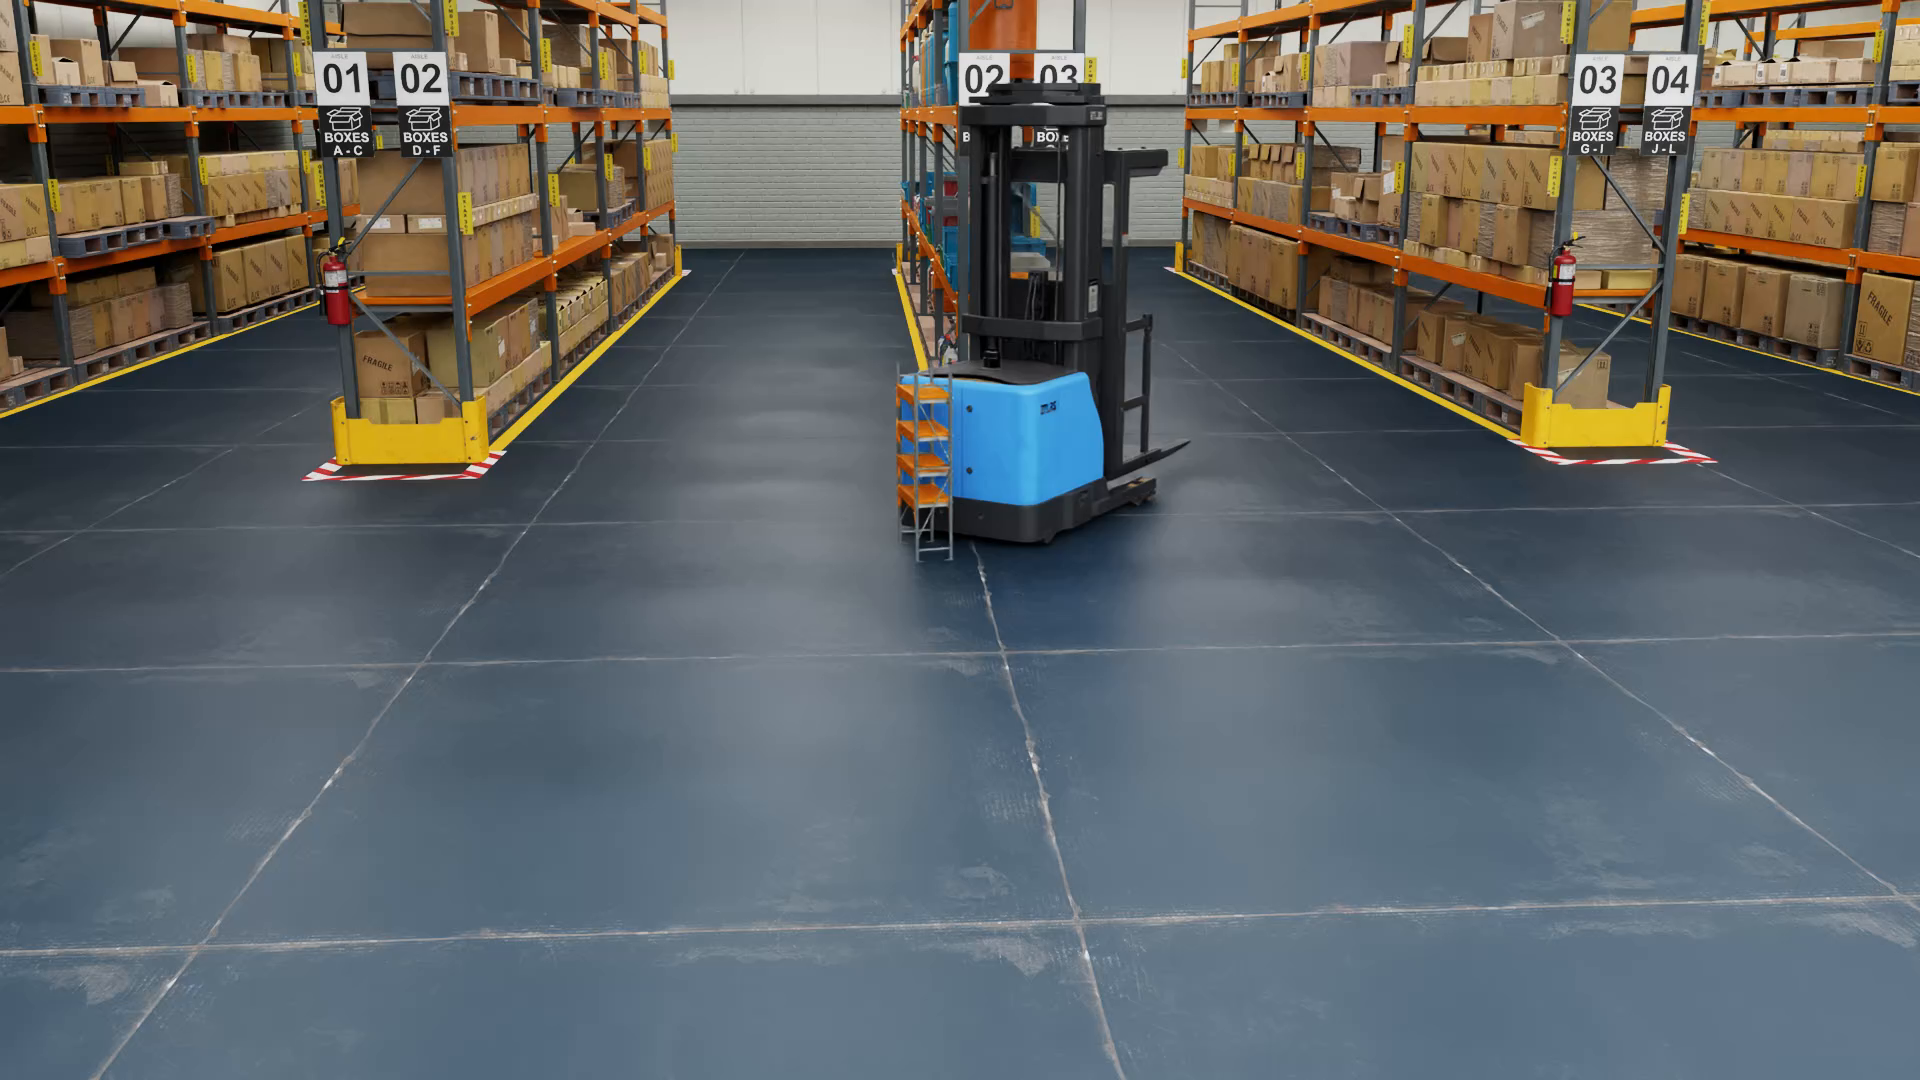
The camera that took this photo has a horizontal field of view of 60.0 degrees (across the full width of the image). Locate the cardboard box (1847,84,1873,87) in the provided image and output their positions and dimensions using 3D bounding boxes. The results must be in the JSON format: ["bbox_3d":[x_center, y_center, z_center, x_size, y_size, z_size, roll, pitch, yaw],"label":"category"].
[{"bbox_3d":[14.215,-7.198,26.188,0.396,0.266,0.258,0,14,-2],"label":"cardboard box"}]

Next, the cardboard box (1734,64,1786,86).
[{"bbox_3d":[9.744,-5.632,20.134,0.500,0.250,0.500,0,14,-2],"label":"cardboard box"}]

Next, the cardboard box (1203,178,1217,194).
[{"bbox_3d":[4.299,-5.810,27.293,0.500,0.250,0.500,-1,14,-5],"label":"cardboard box"}]

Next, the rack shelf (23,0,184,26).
[{"bbox_3d":[-9.777,-5.893,18.118,1.077,0.370,4.000,-1,14,-3],"label":"rack shelf"}]

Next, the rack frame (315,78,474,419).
[{"bbox_3d":[-4.461,-2.115,13.228,1.000,3.000,0.127,-1,14,-3],"label":"rack frame"}]

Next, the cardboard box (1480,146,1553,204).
[{"bbox_3d":[5.080,-3.326,15.127,0.500,0.500,0.500,-1,14,-3],"label":"cardboard box"}]

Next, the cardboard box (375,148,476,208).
[{"bbox_3d":[-4.519,-3.052,14.065,0.700,0.500,0.500,-1,14,-5],"label":"cardboard box"}]

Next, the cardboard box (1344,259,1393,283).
[{"bbox_3d":[5.045,-3.325,20.556,0.500,0.250,0.500,1,14,3],"label":"cardboard box"}]

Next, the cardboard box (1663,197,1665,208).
[{"bbox_3d":[9.398,-4.506,22.179,0.380,0.149,0.250,-1,14,-3],"label":"cardboard box"}]

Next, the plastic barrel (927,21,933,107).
[{"bbox_3d":[-0.054,-5.167,18.062,0.600,0.901,0.600,0,14,0],"label":"plastic barrel"}]

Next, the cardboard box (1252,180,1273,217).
[{"bbox_3d":[4.524,-4.932,23.976,0.500,0.500,0.500,-1,14,-5],"label":"cardboard box"}]

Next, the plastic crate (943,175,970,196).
[{"bbox_3d":[-0.066,-5.461,25.983,0.402,0.464,0.583,-1,14,-3],"label":"plastic crate"}]

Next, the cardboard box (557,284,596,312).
[{"bbox_3d":[-4.612,-2.867,19.699,0.500,0.311,0.500,-1,14,-4],"label":"cardboard box"}]

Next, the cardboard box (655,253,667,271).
[{"bbox_3d":[-5.144,-4.608,27.550,0.500,0.250,0.500,-1,14,-3],"label":"cardboard box"}]

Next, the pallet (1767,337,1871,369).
[{"bbox_3d":[10.012,-2.154,18.973,1.003,0.211,1.213,-1,14,-3],"label":"pallet"}]

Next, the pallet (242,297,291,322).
[{"bbox_3d":[-9.947,-3.177,22.950,1.003,0.211,1.213,-1,14,-3],"label":"pallet"}]

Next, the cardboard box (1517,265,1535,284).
[{"bbox_3d":[5.121,-2.337,14.593,0.380,0.149,0.250,-1,14,-3],"label":"cardboard box"}]

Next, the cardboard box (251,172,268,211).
[{"bbox_3d":[-9.768,-4.738,22.582,0.500,0.500,0.500,0,14,-2],"label":"cardboard box"}]

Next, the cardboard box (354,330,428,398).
[{"bbox_3d":[-4.792,-1.479,13.925,0.500,0.500,0.500,-1,14,-3],"label":"cardboard box"}]

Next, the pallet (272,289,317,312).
[{"bbox_3d":[-10.026,-3.481,24.132,1.003,0.211,1.213,-1,14,-3],"label":"pallet"}]

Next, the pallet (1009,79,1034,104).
[{"bbox_3d":[0.529,-3.759,13.976,1.003,0.211,1.213,-1,14,-3],"label":"pallet"}]

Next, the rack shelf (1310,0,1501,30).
[{"bbox_3d":[5.054,-6.123,19.010,1.077,0.370,4.000,-1,14,-3],"label":"rack shelf"}]

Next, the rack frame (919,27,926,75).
[{"bbox_3d":[-0.013,-7.086,20.506,1.000,3.000,0.127,-1,14,-3],"label":"rack frame"}]

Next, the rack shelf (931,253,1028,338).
[{"bbox_3d":[0.359,-2.340,15.544,1.077,0.370,4.000,-1,14,-3],"label":"rack shelf"}]

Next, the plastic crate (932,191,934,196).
[{"bbox_3d":[-0.274,-5.799,27.954,0.396,0.136,0.243,-1,14,-3],"label":"plastic crate"}]

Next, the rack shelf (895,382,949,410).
[{"bbox_3d":[-0.227,-0.883,10.472,0.258,0.148,0.480,-4,15,-15],"label":"rack shelf"}]

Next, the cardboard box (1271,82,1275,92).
[{"bbox_3d":[4.625,-6.413,23.574,0.380,0.149,0.250,-1,15,-6],"label":"cardboard box"}]

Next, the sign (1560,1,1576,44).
[{"bbox_3d":[4.871,-4.145,13.320,0.100,0.325,0.005,-1,14,-3],"label":"sign"}]

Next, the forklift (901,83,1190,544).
[{"bbox_3d":[0.776,-1.714,11.807,1.130,2.935,3.031,8,17,29],"label":"forklift"}]

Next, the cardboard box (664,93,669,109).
[{"bbox_3d":[-5.158,-7.351,27.857,0.500,0.250,0.500,-1,14,-3],"label":"cardboard box"}]

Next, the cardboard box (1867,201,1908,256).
[{"bbox_3d":[10.170,-3.295,17.510,0.875,0.550,0.550,-1,14,-3],"label":"cardboard box"}]

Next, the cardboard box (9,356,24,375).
[{"bbox_3d":[-9.590,-1.741,16.576,0.380,0.166,0.250,-3,15,-11],"label":"cardboard box"}]

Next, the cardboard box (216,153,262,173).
[{"bbox_3d":[-9.779,-5.094,22.464,0.500,0.250,0.500,-1,14,-5],"label":"cardboard box"}]

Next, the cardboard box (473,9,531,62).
[{"bbox_3d":[-4.708,-5.211,17.192,0.500,0.500,0.500,-1,14,-3],"label":"cardboard box"}]

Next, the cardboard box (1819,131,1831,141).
[{"bbox_3d":[14.238,-6.577,27.059,0.380,0.149,0.250,-1,14,-4],"label":"cardboard box"}]

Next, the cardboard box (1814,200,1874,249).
[{"bbox_3d":[9.836,-3.488,18.361,0.500,0.500,0.500,-1,14,-4],"label":"cardboard box"}]

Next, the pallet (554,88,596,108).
[{"bbox_3d":[-4.753,-5.021,18.879,1.003,0.211,1.213,0,14,-1],"label":"pallet"}]

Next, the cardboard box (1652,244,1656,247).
[{"bbox_3d":[9.541,-3.956,23.050,0.500,0.250,0.500,-1,14,-3],"label":"cardboard box"}]

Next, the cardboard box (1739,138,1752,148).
[{"bbox_3d":[14.071,-6.808,29.260,0.500,0.500,0.500,-1,14,-5],"label":"cardboard box"}]

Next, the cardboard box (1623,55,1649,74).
[{"bbox_3d":[5.640,-3.912,13.694,0.380,0.149,0.250,-1,14,-4],"label":"cardboard box"}]

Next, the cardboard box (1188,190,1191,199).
[{"bbox_3d":[4.145,-5.968,28.704,0.380,0.149,0.250,-1,14,-4],"label":"cardboard box"}]

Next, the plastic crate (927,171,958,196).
[{"bbox_3d":[-0.301,-6.136,28.662,0.616,0.435,0.499,-1,14,-3],"label":"plastic crate"}]

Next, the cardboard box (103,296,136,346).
[{"bbox_3d":[-9.789,-2.473,18.752,0.700,0.500,0.500,-1,14,-3],"label":"cardboard box"}]

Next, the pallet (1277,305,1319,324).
[{"bbox_3d":[4.957,-3.104,22.665,1.003,0.211,1.213,-1,14,-3],"label":"pallet"}]

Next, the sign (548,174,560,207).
[{"bbox_3d":[-4.155,-3.577,17.011,0.100,0.325,0.005,-1,14,-3],"label":"sign"}]

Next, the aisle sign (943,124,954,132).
[{"bbox_3d":[-0.221,-7.451,28.750,0.394,0.787,0.004,-1,14,-3],"label":"aisle sign"}]

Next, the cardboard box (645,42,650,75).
[{"bbox_3d":[-5.200,-7.456,25.758,0.700,0.500,0.500,-1,14,-3],"label":"cardboard box"}]

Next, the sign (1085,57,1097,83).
[{"bbox_3d":[1.032,-3.655,13.175,0.100,0.325,0.005,-1,14,-3],"label":"sign"}]

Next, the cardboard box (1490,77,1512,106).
[{"bbox_3d":[5.086,-4.015,14.892,0.500,0.250,0.500,-1,14,-2],"label":"cardboard box"}]

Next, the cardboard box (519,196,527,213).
[{"bbox_3d":[-4.446,-3.282,16.259,0.380,0.149,0.250,-1,14,-5],"label":"cardboard box"}]

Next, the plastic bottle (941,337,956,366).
[{"bbox_3d":[-0.118,-1.862,16.675,0.144,0.351,0.185,-1,15,-6],"label":"plastic bottle"}]

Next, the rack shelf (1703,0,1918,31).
[{"bbox_3d":[10.011,-6.174,19.210,1.077,0.370,4.000,-1,14,-3],"label":"rack shelf"}]

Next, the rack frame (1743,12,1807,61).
[{"bbox_3d":[14.326,-9.305,29.131,1.000,3.000,0.127,-1,14,-3],"label":"rack frame"}]

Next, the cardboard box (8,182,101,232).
[{"bbox_3d":[-9.678,-3.560,17.760,0.700,0.500,0.500,1,14,2],"label":"cardboard box"}]

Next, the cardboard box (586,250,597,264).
[{"bbox_3d":[-5.324,-3.968,23.056,0.500,0.250,0.500,-1,14,-4],"label":"cardboard box"}]

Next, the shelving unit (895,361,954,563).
[{"bbox_3d":[-0.227,-0.502,10.570,0.258,1.200,0.503,-4,15,-15],"label":"shelving unit"}]
